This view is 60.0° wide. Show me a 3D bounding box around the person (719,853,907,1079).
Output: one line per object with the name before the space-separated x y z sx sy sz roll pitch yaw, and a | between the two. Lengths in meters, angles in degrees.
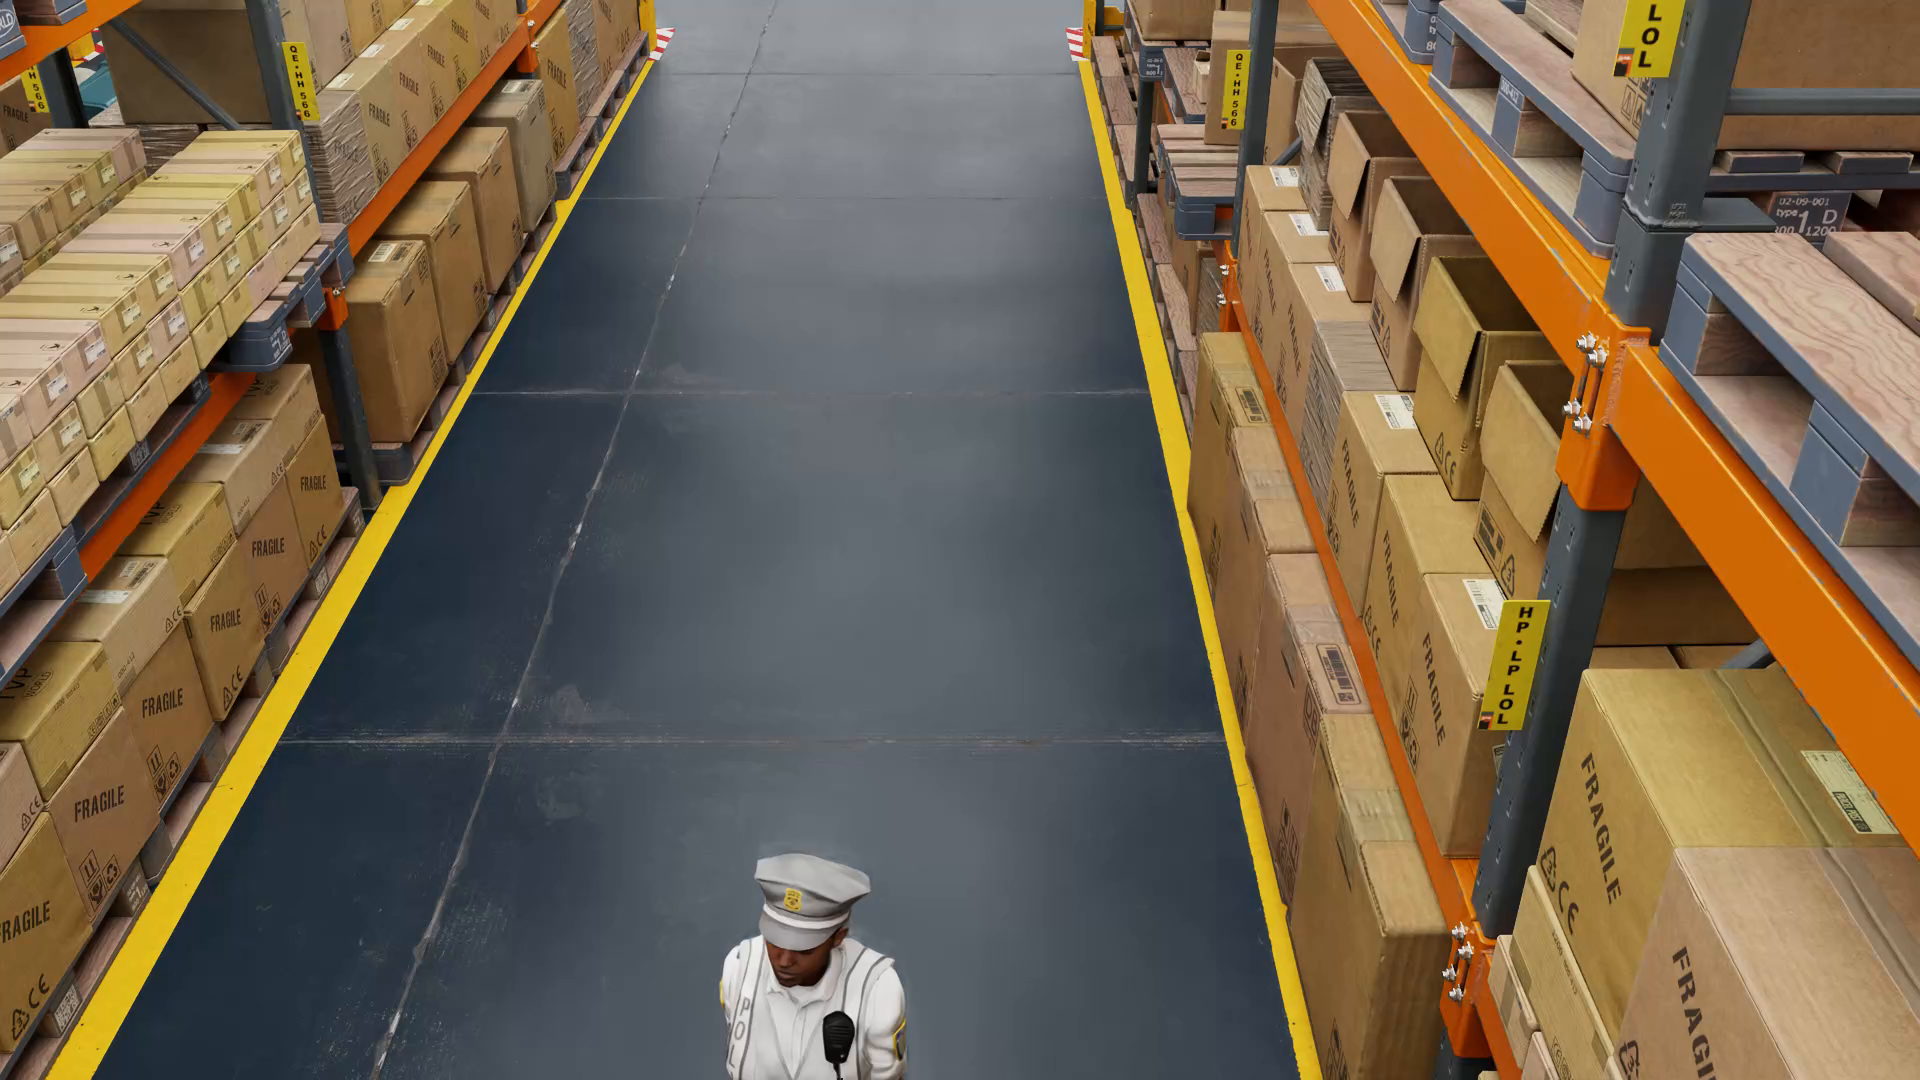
person | -0.326 1.421 3.846 0.436 1.761 0.557 4 32 6
